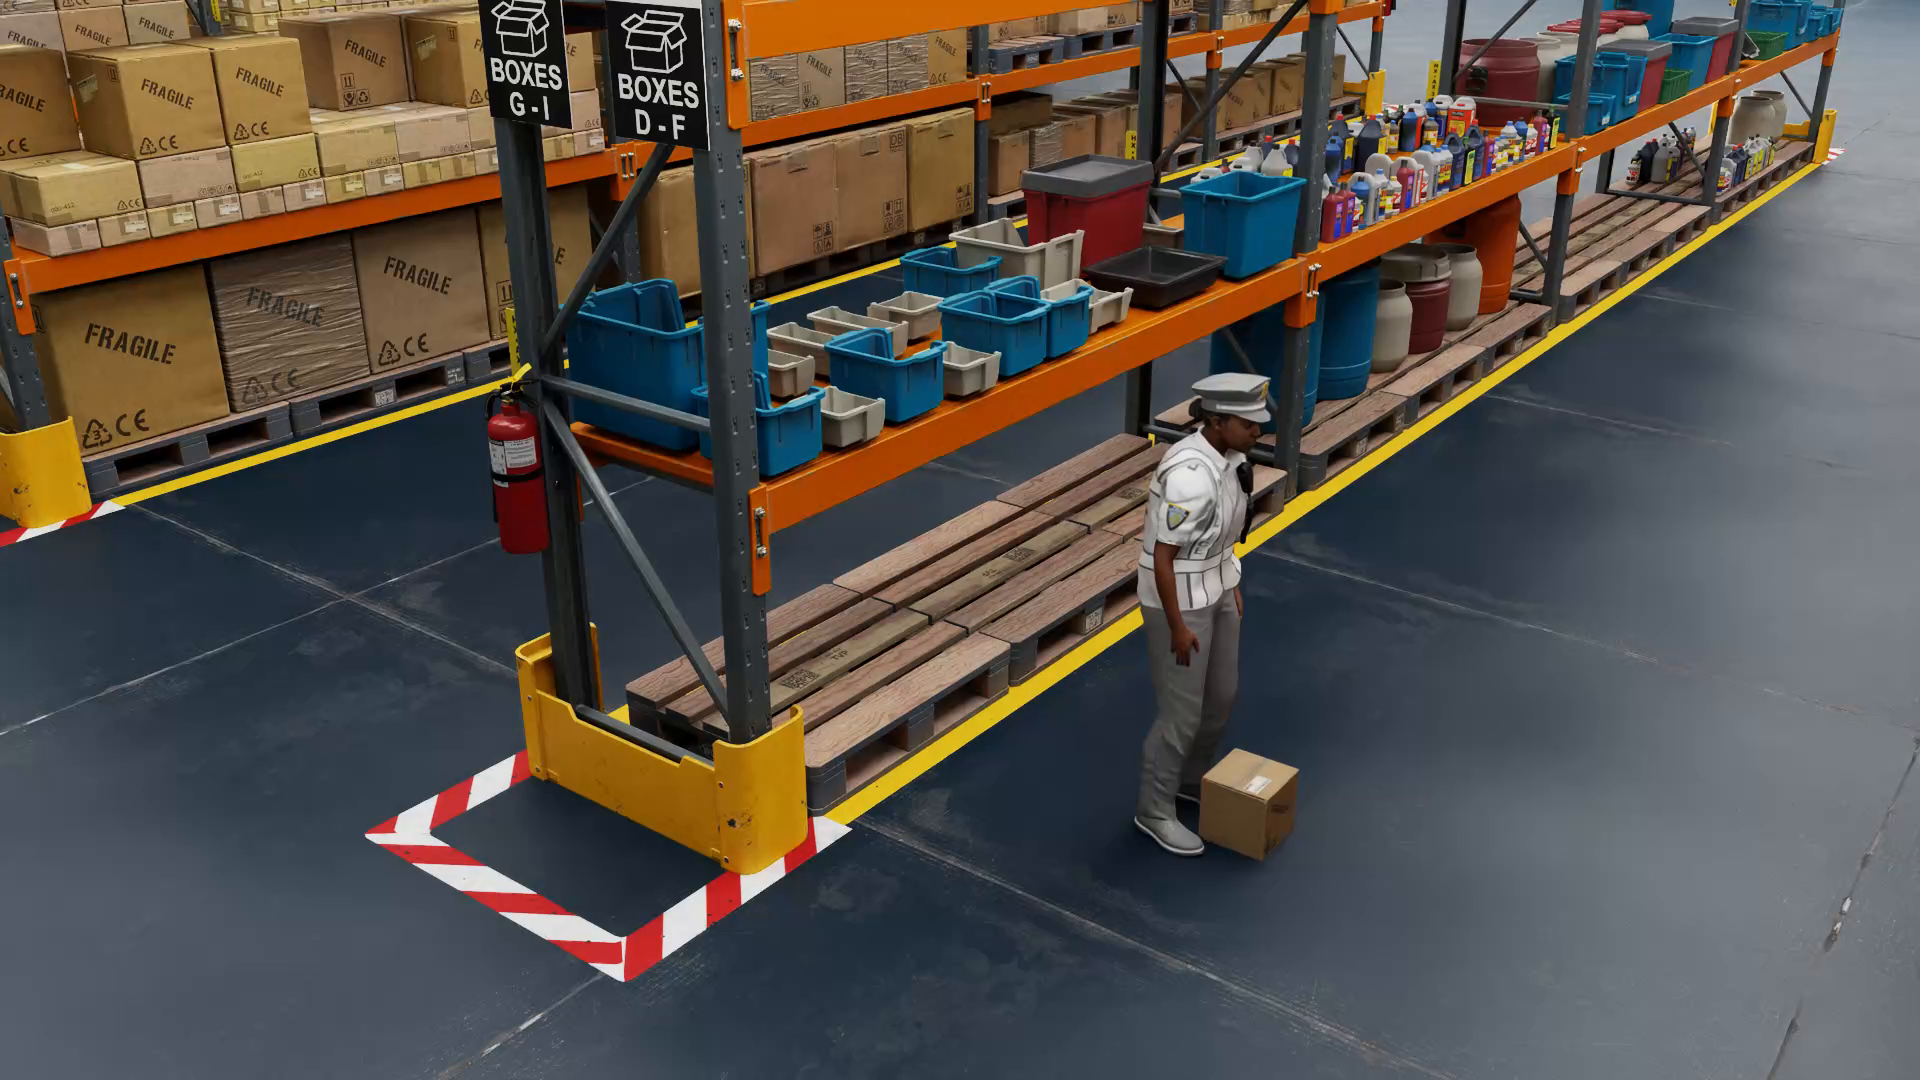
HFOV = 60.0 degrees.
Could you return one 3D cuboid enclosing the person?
[{"bbox_3d":[0.808,0.227,5.653,0.388,1.659,0.506,16,28,32],"label":"person"}]
